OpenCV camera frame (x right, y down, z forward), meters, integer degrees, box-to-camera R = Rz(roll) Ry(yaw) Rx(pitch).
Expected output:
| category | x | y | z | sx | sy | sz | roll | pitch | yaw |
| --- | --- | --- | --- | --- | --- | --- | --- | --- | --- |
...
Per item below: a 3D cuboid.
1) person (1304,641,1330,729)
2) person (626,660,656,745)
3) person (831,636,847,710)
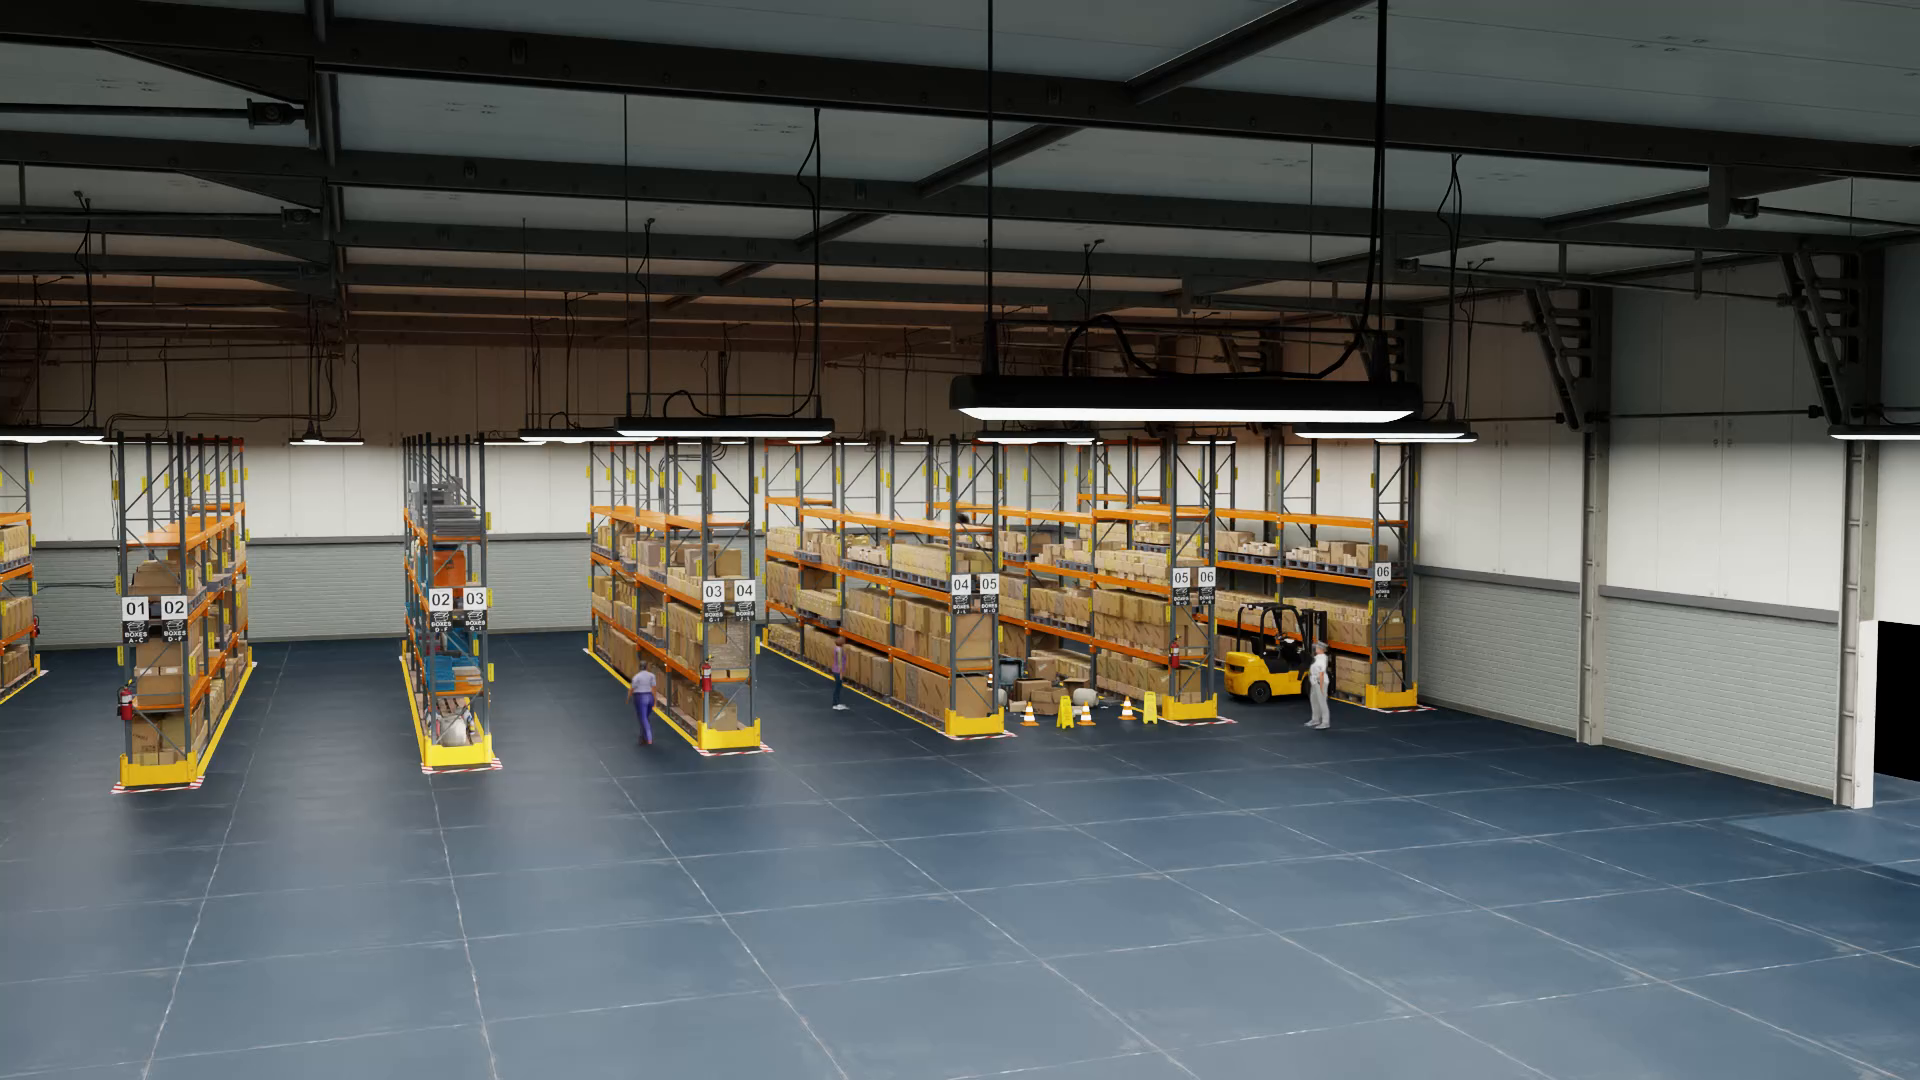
| category | x | y | z | sx | sy | sz | roll | pitch | yaw |
| --- | --- | --- | --- | --- | --- | --- | --- | --- | --- |
| person | 7.316 | 2.951 | 34.007 | 0.446 | 1.787 | 0.719 | 0 | 3 | 0 |
| person | -6.149 | 3.146 | 32.083 | 0.674 | 1.687 | 0.505 | 2 | 4 | 35 |
| person | -2.646 | 2.904 | 36.355 | 0.322 | 1.607 | 0.430 | -1 | 3 | -13 |
